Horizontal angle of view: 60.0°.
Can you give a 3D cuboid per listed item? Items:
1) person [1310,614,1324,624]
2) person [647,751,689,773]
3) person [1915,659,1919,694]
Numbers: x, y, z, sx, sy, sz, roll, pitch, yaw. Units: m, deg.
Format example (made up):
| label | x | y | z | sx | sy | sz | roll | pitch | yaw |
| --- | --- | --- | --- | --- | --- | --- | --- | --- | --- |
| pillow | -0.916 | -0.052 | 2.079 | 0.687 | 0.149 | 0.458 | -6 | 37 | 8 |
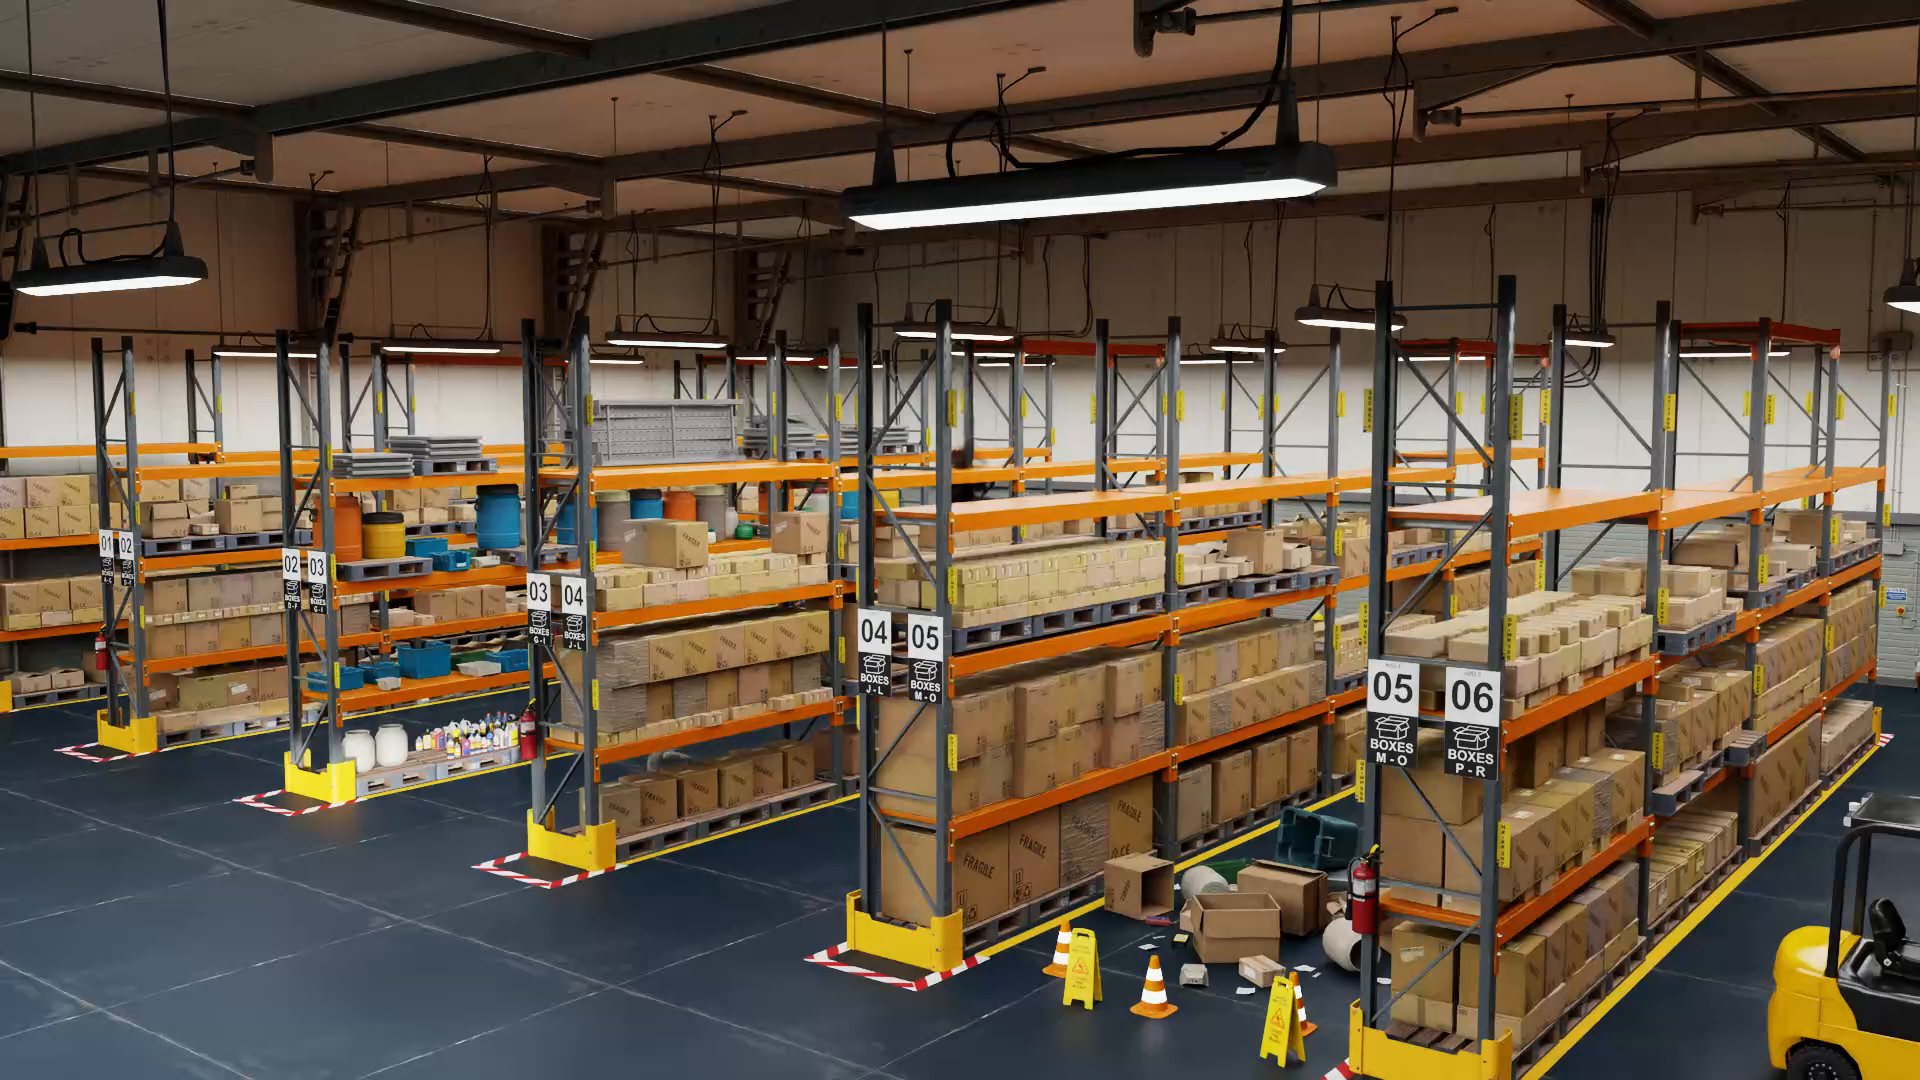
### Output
| label | x | y | z | sx | sy | sz | roll | pitch | yaw |
| --- | --- | --- | --- | --- | --- | --- | --- | --- | --- |
| person | 5.593 | 2.030 | 26.222 | 0.690 | 1.743 | 0.928 | 4 | 7 | 40 |
| person | -3.858 | 2.480 | 21.513 | 0.590 | 1.695 | 1.039 | 4 | 6 | 36 |
| person | 14.377 | 2.259 | 24.475 | 0.646 | 1.636 | 0.575 | 1 | 5 | 10 |
